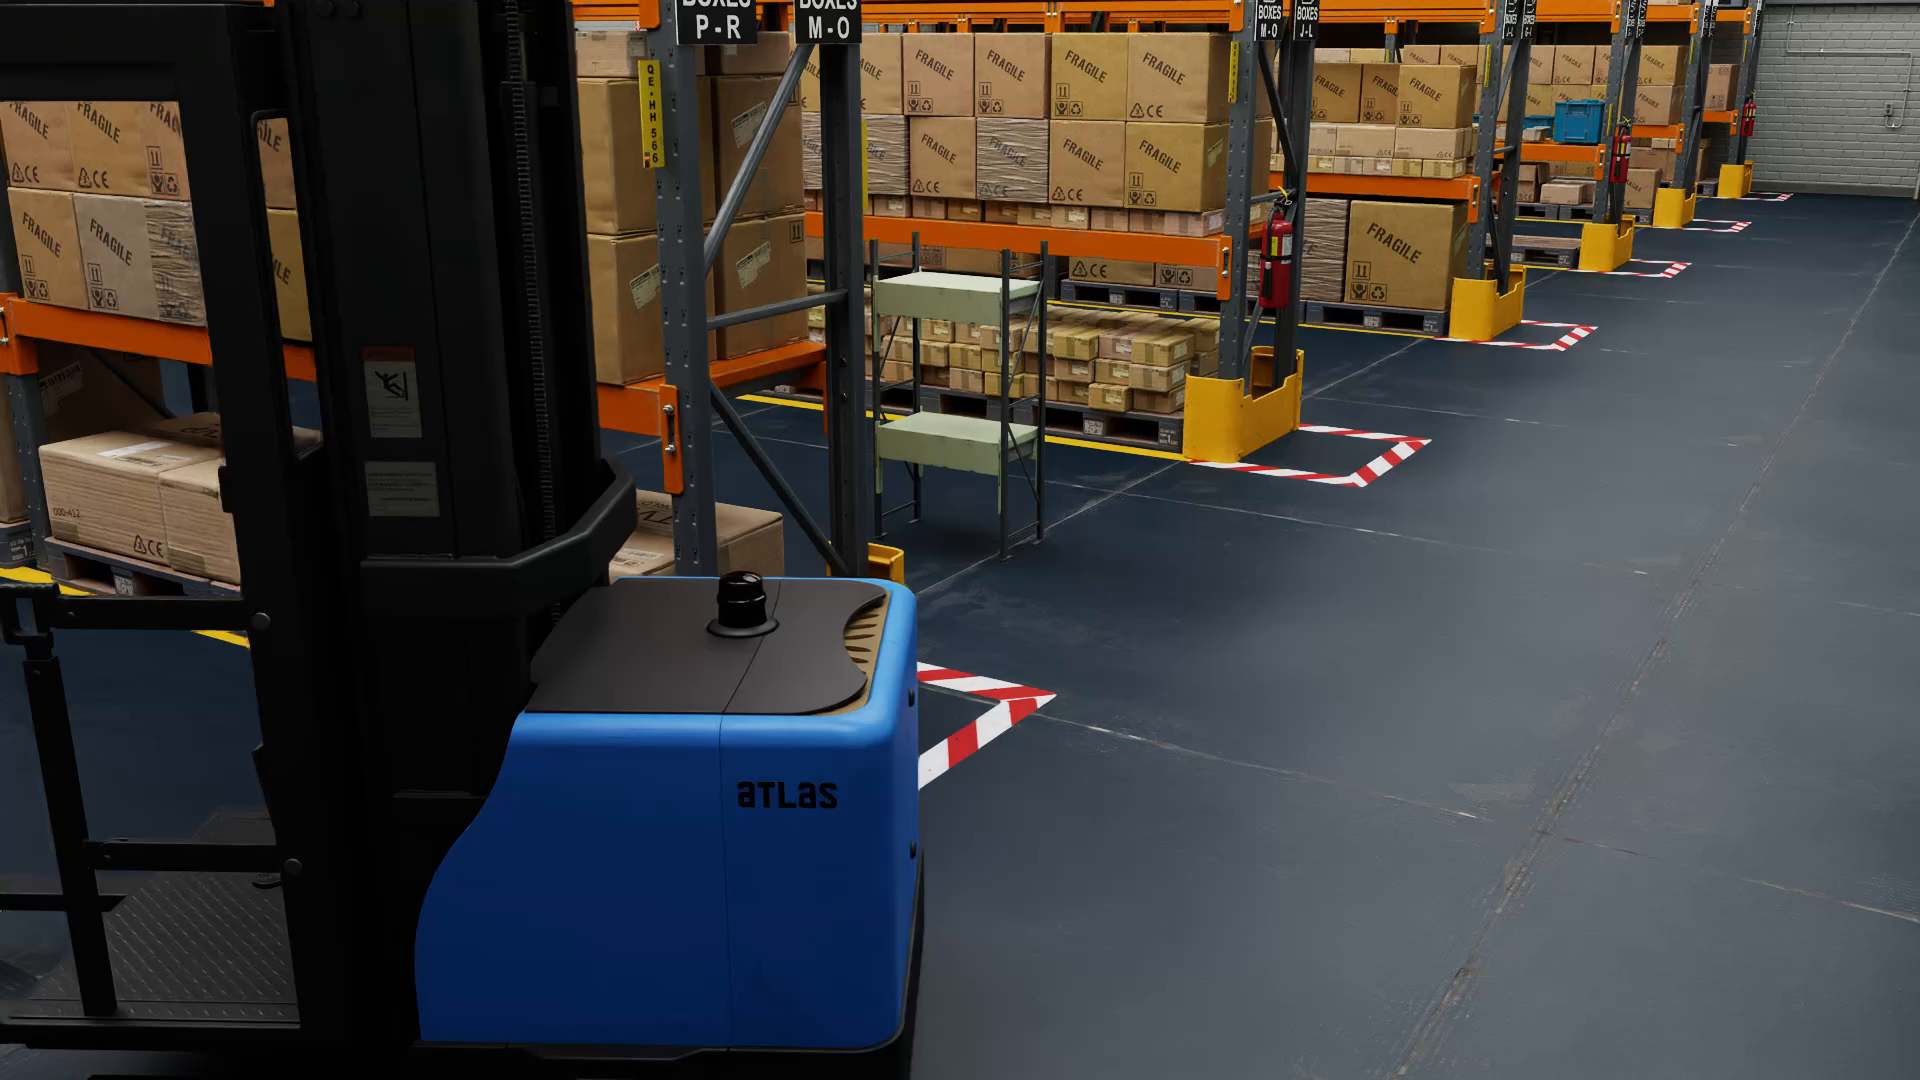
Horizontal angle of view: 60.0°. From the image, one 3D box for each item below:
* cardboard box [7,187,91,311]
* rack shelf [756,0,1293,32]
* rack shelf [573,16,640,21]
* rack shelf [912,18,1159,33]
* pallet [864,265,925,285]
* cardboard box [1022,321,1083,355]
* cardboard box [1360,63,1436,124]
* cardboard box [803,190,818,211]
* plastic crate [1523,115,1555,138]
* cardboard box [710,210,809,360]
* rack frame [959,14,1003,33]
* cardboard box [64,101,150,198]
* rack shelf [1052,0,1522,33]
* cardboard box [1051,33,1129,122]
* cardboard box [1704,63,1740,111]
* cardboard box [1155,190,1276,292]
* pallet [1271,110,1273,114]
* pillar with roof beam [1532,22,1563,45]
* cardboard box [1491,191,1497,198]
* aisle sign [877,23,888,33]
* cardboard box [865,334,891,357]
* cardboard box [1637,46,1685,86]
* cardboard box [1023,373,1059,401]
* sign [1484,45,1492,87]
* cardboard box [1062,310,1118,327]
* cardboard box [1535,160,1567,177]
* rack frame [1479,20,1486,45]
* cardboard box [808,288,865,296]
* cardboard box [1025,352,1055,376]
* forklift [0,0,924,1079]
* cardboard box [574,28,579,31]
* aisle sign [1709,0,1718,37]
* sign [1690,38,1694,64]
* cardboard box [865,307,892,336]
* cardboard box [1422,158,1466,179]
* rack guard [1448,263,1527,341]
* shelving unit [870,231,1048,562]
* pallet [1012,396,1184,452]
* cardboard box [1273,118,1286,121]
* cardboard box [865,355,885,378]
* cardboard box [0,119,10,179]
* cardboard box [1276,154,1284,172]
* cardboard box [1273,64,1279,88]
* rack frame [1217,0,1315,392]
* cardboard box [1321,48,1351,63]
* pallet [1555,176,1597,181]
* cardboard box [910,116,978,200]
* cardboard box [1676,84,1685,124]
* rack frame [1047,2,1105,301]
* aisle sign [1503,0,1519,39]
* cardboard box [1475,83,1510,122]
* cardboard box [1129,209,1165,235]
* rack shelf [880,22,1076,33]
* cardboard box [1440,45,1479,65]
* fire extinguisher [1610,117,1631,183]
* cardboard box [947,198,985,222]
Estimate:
[{"bbox_3d":[-3.814,-1.319,7.392,0.500,0.500,0.500,11,20,32],"label":"cardboard box"},{"bbox_3d":[0.132,-3.436,10.609,4.000,0.370,1.077,10,20,30],"label":"rack shelf"},{"bbox_3d":[-4.820,-7.701,24.650,4.000,0.370,1.077,10,20,30],"label":"rack shelf"},{"bbox_3d":[1.184,-8.319,26.683,4.000,0.370,1.077,10,20,30],"label":"rack shelf"},{"bbox_3d":[-0.632,-2.812,17.275,1.213,0.211,1.003,10,20,30],"label":"pallet"},{"bbox_3d":[0.593,-1.296,10.644,0.250,0.149,0.380,9,19,28],"label":"cardboard box"},{"bbox_3d":[3.824,-3.899,14.513,0.500,0.500,0.500,10,19,29],"label":"cardboard box"},{"bbox_3d":[-0.989,-2.356,11.410,0.250,0.149,0.380,9,19,28],"label":"cardboard box"},{"bbox_3d":[6.511,-4.648,18.708,0.300,0.233,0.416,10,20,30],"label":"plastic crate"},{"bbox_3d":[-0.927,-0.991,6.312,0.500,0.500,0.500,10,20,30],"label":"cardboard box"},{"bbox_3d":[0.293,-5.697,21.976,0.127,3.000,1.000,10,20,30],"label":"rack frame"},{"bbox_3d":[-3.371,-1.723,7.001,0.500,0.500,0.500,10,19,29],"label":"cardboard box"},{"bbox_3d":[2.813,-4.649,14.602,4.000,0.370,1.077,10,20,30],"label":"rack shelf"},{"bbox_3d":[0.884,-2.794,10.016,0.500,0.500,0.500,9,19,28],"label":"cardboard box"},{"bbox_3d":[11.855,-7.153,26.252,0.700,0.700,0.980,11,20,33],"label":"cardboard box"},{"bbox_3d":[2.397,-2.789,15.337,0.875,0.875,0.875,10,20,30],"label":"cardboard box"},{"bbox_3d":[4.548,-6.537,25.071,1.213,0.211,1.003,10,20,30],"label":"pallet"},{"bbox_3d":[7.682,-9.455,24.024,0.400,9.000,9.100,10,20,30],"label":"pillar with roof beam"},{"bbox_3d":[7.570,-5.109,23.908,0.500,0.311,0.500,10,20,30],"label":"cardboard box"},{"bbox_3d":[-1.558,-10.548,33.474,0.004,0.787,0.394,10,20,30],"label":"aisle sign"},{"bbox_3d":[-0.492,-1.360,11.369,0.250,0.149,0.380,11,20,33],"label":"cardboard box"},{"bbox_3d":[9.182,-6.233,21.846,0.500,0.500,0.500,10,20,30],"label":"cardboard box"},{"bbox_3d":[0.609,-1.016,10.747,0.250,0.149,0.380,10,20,31],"label":"cardboard box"},{"bbox_3d":[4.222,-3.789,13.294,0.005,0.325,0.100,10,20,30],"label":"sign"},{"bbox_3d":[0.867,-1.426,11.072,0.250,0.149,0.380,9,19,27],"label":"cardboard box"},{"bbox_3d":[9.896,-6.331,27.641,0.500,0.500,0.700,10,20,30],"label":"cardboard box"},{"bbox_3d":[8.886,-7.543,28.051,0.127,3.000,1.000,10,20,30],"label":"rack frame"},{"bbox_3d":[-0.895,-1.752,12.147,0.250,0.149,0.380,10,20,31],"label":"cardboard box"},{"bbox_3d":[0.618,-1.175,10.758,0.250,0.149,0.380,10,19,29],"label":"cardboard box"},{"bbox_3d":[-1.627,-0.151,3.835,3.031,2.935,1.130,0,17,2],"label":"forklift"},{"bbox_3d":[-5.104,-5.412,19.281,1.000,1.000,1.000,10,20,30],"label":"cardboard box"},{"bbox_3d":[9.917,-7.013,21.835,0.004,0.787,0.394,10,20,30],"label":"aisle sign"},{"bbox_3d":[9.398,-6.278,21.351,0.005,0.325,0.100,10,20,30],"label":"sign"},{"bbox_3d":[-0.534,-1.491,11.288,0.250,0.149,0.380,11,20,31],"label":"cardboard box"},{"bbox_3d":[4.042,-3.106,13.878,0.250,0.149,0.380,11,20,31],"label":"cardboard box"},{"bbox_3d":[4.538,-2.054,14.283,0.348,0.500,1.175,10,20,30],"label":"rack guard"},{"bbox_3d":[-0.006,-0.719,8.167,0.755,1.500,0.431,10,20,30],"label":"shelving unit"},{"bbox_3d":[1.097,-0.850,10.818,1.213,0.211,1.003,10,20,30],"label":"pallet"},{"bbox_3d":[2.930,-3.697,15.138,0.500,0.250,0.500,10,19,29],"label":"cardboard box"},{"bbox_3d":[-0.475,-1.227,11.443,0.250,0.149,0.380,9,19,28],"label":"cardboard box"},{"bbox_3d":[-4.589,-1.940,7.714,0.500,0.500,0.500,11,20,32],"label":"cardboard box"},{"bbox_3d":[2.950,-3.301,14.518,0.250,0.149,0.380,10,20,30],"label":"cardboard box"},{"bbox_3d":[4.759,-6.817,24.769,0.500,0.500,0.700,5,18,16],"label":"cardboard box"},{"bbox_3d":[1.836,-2.041,9.939,0.127,3.000,1.000,10,20,30],"label":"rack frame"},{"bbox_3d":[6.616,-8.420,28.931,0.500,0.250,0.500,10,20,30],"label":"cardboard box"},{"bbox_3d":[10.537,-5.888,27.402,1.213,0.211,1.003,10,20,30],"label":"pallet"},{"bbox_3d":[0.025,-2.468,10.662,0.500,0.500,0.500,11,20,33],"label":"cardboard box"},{"bbox_3d":[9.465,-5.887,22.430,0.500,0.500,0.500,11,20,31],"label":"cardboard box"},{"bbox_3d":[1.109,-3.862,15.935,0.127,3.000,1.000,10,20,30],"label":"rack frame"},{"bbox_3d":[4.422,-4.412,13.274,0.004,0.787,0.394,10,20,30],"label":"aisle sign"},{"bbox_3d":[7.452,-6.064,23.012,0.500,0.500,0.500,10,20,30],"label":"cardboard box"},{"bbox_3d":[1.218,-1.947,10.063,0.250,0.149,0.380,10,20,30],"label":"cardboard box"},{"bbox_3d":[0.365,-10.155,32.727,4.000,0.370,1.077,10,20,30],"label":"rack shelf"},{"bbox_3d":[6.991,-6.622,23.127,0.500,0.500,0.500,9,19,28],"label":"cardboard box"},{"bbox_3d":[7.000,-4.130,17.590,0.183,0.674,0.296,10,20,30],"label":"fire extinguisher"},{"bbox_3d":[0.124,-2.154,10.744,0.250,0.149,0.380,11,20,31],"label":"cardboard box"}]
